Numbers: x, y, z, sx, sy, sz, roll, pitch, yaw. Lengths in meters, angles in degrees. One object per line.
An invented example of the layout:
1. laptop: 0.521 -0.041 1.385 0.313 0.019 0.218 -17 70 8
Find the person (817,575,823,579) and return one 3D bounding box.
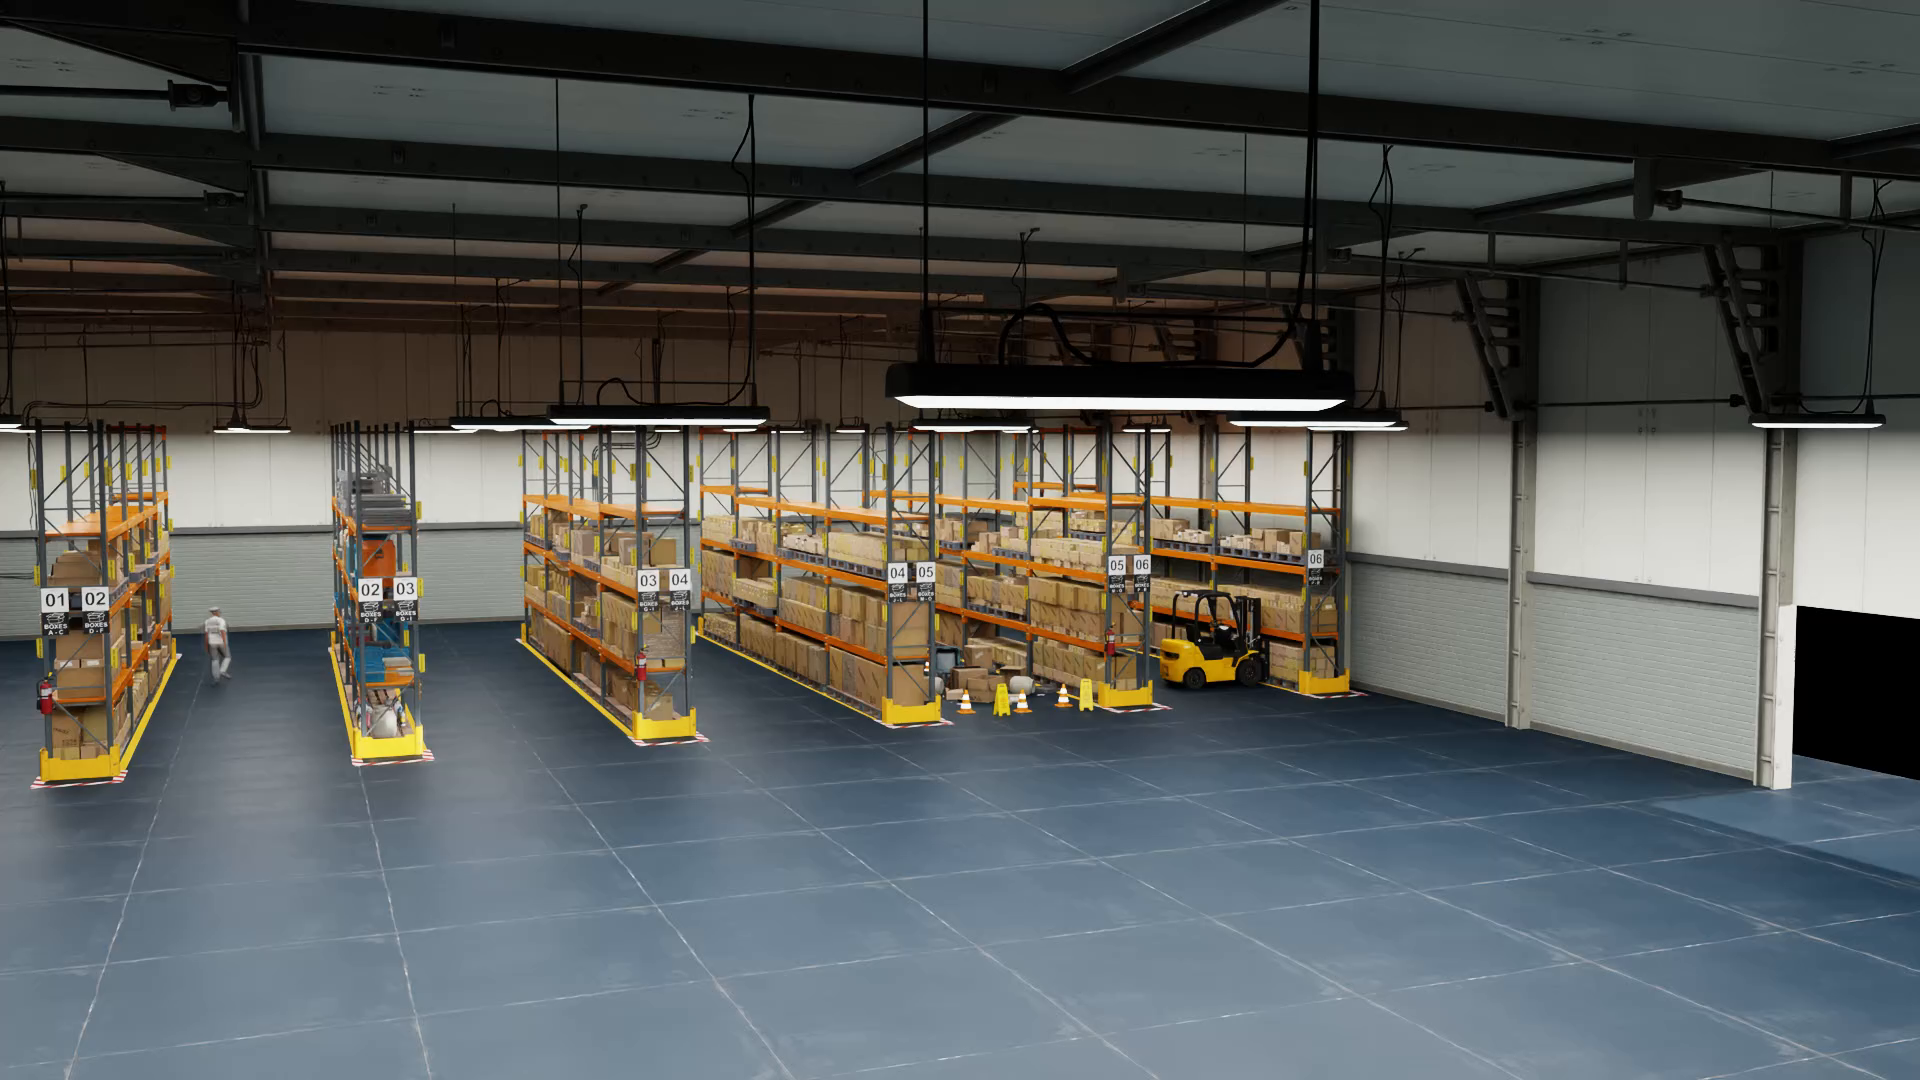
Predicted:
1. person: -4.124 1.857 49.002 0.610 1.676 0.519 0 4 -5

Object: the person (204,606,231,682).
1. person: -17.258 2.417 38.655 0.598 1.740 0.553 -1 4 -11
